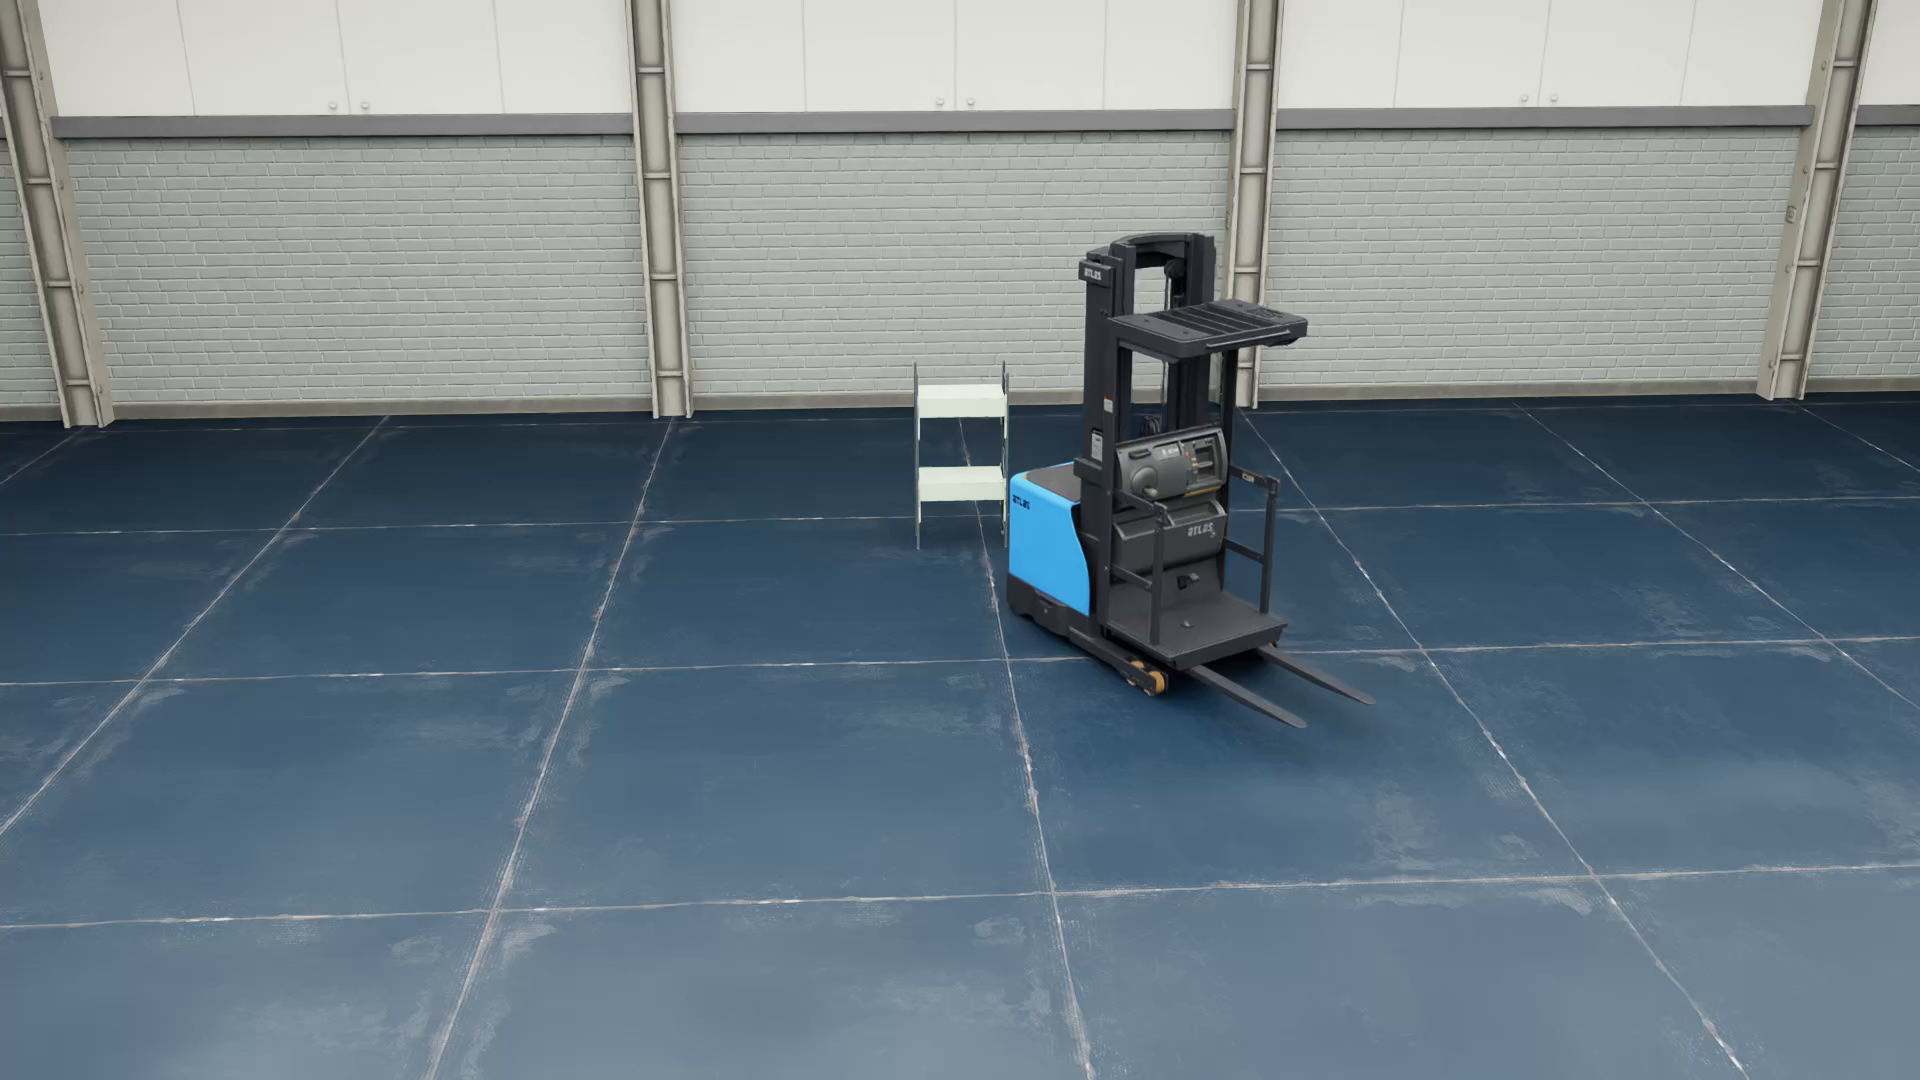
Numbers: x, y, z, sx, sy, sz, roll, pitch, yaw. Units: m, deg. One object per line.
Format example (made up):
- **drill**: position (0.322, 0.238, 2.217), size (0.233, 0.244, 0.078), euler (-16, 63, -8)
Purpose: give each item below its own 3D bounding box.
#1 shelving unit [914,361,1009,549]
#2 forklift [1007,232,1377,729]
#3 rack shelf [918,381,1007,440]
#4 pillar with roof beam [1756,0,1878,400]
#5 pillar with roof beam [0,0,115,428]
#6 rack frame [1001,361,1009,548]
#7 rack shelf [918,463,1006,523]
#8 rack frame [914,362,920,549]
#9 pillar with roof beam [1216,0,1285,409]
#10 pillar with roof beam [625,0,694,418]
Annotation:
- **shelving unit**: position (0.007, -0.701, 13.786), size (0.755, 1.500, 0.431), euler (-1, 21, -3)
- **forklift**: position (1.578, -0.505, 11.260), size (1.130, 2.935, 3.031), euler (-13, 24, -31)
- **rack shelf**: position (0.007, -1.066, 13.647), size (0.720, 0.370, 0.431), euler (-1, 21, -3)
- **pillar with roof beam**: position (9.204, -4.252, 12.574), size (0.400, 9.000, 9.100), euler (-1, 21, -3)
- **pillar with roof beam**: position (-8.766, -3.887, 11.614), size (0.400, 9.000, 9.100), euler (-1, 21, -3)
- **rack frame**: position (0.372, -0.708, 13.805), size (0.023, 1.500, 0.400), euler (-1, 21, -3)
- **rack shelf**: position (0.007, -0.396, 13.902), size (0.720, 0.370, 0.431), euler (-1, 21, -3)
- **rack frame**: position (-0.359, -0.694, 13.766), size (0.023, 1.500, 0.400), euler (-1, 21, -3)
- **pillar with roof beam**: position (3.214, -4.130, 12.254), size (0.400, 9.000, 9.100), euler (-1, 21, -3)
- **pillar with roof beam**: position (-2.776, -4.009, 11.934), size (0.400, 9.000, 9.100), euler (-1, 21, -3)
